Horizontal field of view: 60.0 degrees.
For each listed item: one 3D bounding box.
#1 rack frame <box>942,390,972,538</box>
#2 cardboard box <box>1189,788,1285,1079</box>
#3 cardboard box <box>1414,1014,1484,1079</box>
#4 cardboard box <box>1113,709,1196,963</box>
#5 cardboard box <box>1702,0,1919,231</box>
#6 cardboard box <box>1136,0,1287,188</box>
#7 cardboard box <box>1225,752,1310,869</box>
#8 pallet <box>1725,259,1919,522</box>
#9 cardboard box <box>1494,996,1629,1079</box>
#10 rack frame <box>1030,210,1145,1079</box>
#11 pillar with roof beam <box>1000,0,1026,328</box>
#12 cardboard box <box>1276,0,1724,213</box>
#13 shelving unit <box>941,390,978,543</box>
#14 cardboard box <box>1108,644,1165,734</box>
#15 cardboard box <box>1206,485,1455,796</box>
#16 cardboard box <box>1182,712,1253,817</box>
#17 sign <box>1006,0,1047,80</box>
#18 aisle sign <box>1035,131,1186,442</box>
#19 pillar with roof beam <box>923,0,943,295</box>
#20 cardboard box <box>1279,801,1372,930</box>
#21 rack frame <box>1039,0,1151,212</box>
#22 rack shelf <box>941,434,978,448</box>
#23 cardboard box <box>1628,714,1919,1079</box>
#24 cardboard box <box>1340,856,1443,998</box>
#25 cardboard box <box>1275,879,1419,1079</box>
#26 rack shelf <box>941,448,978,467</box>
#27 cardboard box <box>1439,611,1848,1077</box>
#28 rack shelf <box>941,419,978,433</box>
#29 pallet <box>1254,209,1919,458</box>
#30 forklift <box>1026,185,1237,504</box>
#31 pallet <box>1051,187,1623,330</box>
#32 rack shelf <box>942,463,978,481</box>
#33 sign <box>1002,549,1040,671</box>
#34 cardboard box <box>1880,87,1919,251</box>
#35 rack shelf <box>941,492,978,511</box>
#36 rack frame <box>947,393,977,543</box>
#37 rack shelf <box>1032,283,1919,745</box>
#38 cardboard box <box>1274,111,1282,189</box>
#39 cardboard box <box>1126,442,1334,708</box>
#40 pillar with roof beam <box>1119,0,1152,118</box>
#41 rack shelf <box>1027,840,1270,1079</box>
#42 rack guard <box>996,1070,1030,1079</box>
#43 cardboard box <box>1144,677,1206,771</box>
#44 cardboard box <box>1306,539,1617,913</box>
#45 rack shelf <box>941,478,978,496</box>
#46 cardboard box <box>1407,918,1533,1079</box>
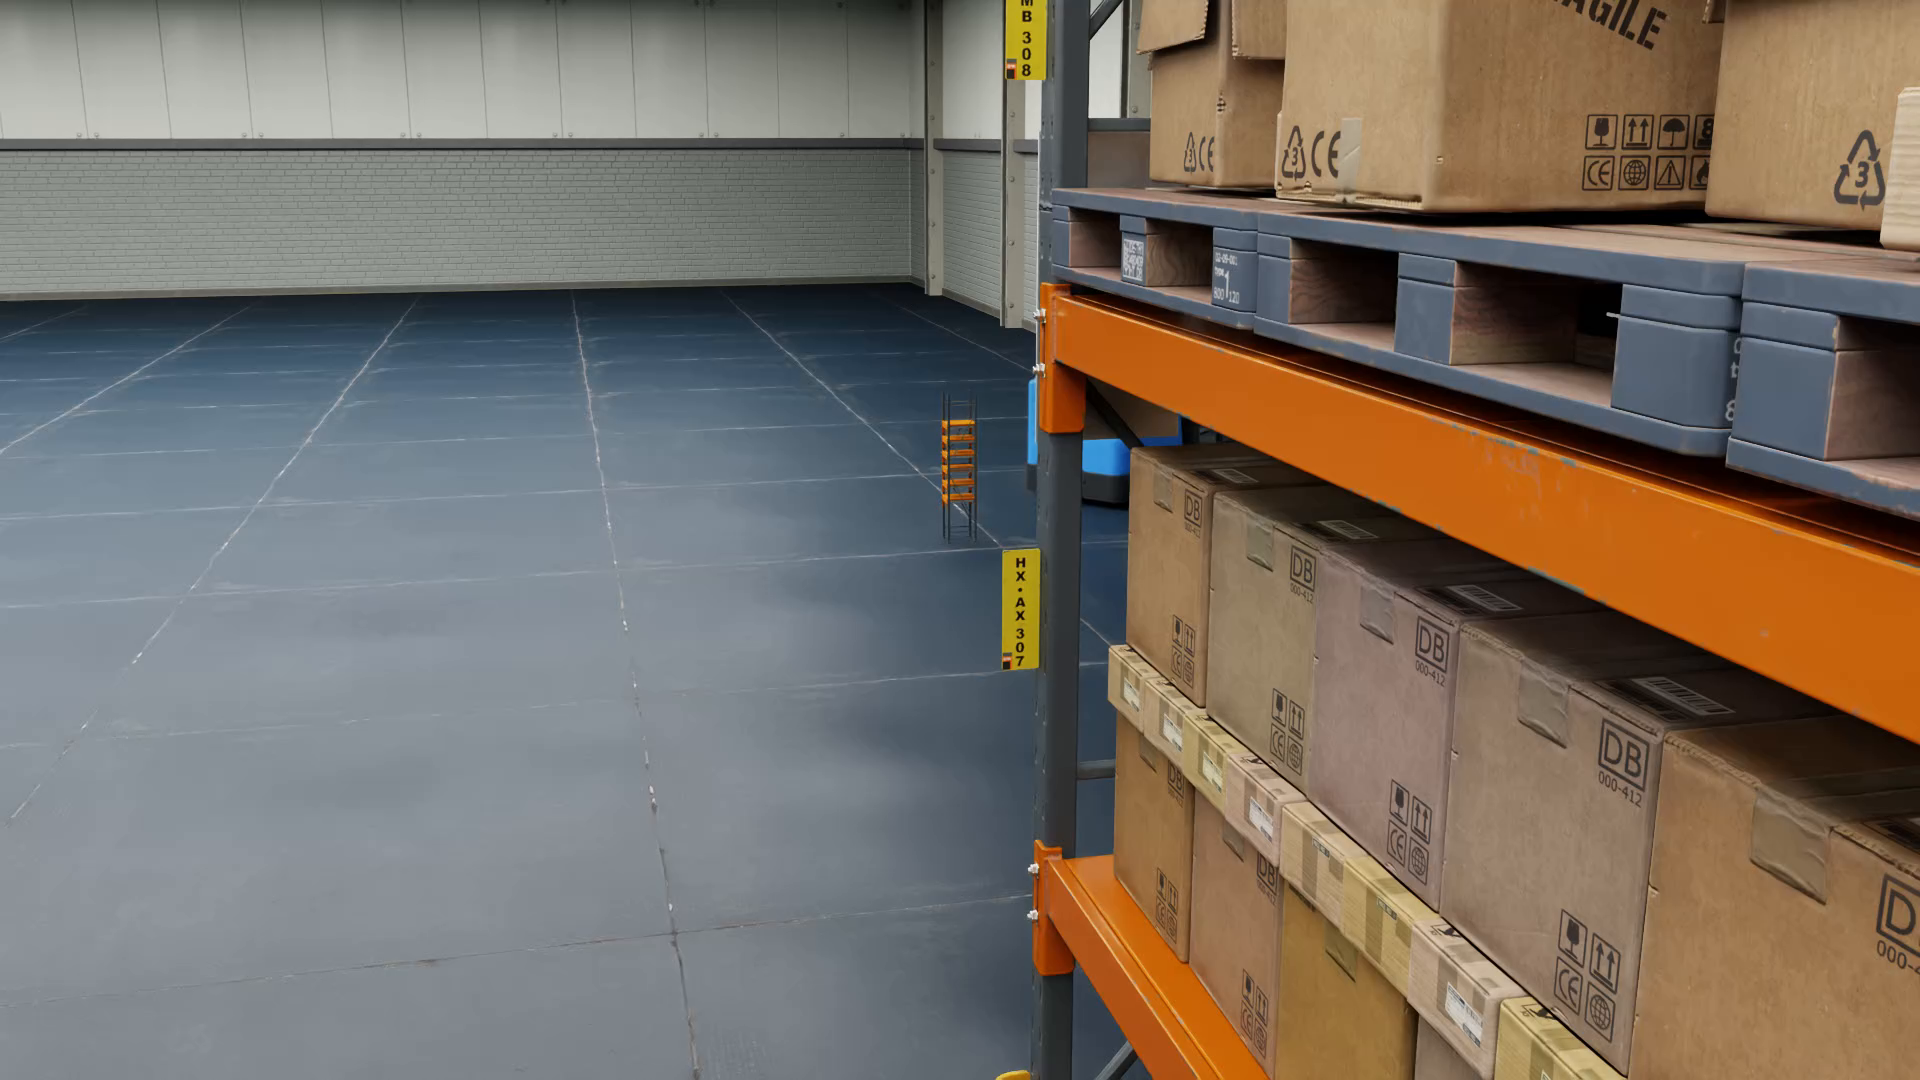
[{"bbox_3d":[-0.025,-0.607,13.385,0.240,1.200,0.006,-3,14,-13],"label":"rack frame"},{"bbox_3d":[0.926,0.794,3.647,0.700,0.500,0.500,-3,14,-12],"label":"cardboard box"},{"bbox_3d":[1.164,1.030,2.681,0.700,0.500,0.500,-3,14,-11],"label":"cardboard box"},{"bbox_3d":[0.798,0.673,4.142,0.700,0.500,0.500,-3,14,-13],"label":"cardboard box"},{"bbox_3d":[1.376,-0.630,1.970,0.797,0.503,0.637,-2,14,-7],"label":"cardboard box"},{"bbox_3d":[0.832,-1.034,3.619,0.797,0.503,0.637,-2,14,-9],"label":"cardboard box"},{"bbox_3d":[0.763,0.529,3.366,0.380,0.149,0.250,-4,14,-14],"label":"cardboard box"},{"bbox_3d":[1.415,-0.074,1.275,1.003,0.211,1.213,-3,14,-13],"label":"pallet"},{"bbox_3d":[1.006,0.767,2.389,0.380,0.149,0.250,-3,14,-11],"label":"cardboard box"},{"bbox_3d":[0.701,0.613,4.598,1.000,3.000,0.127,-3,14,-13],"label":"rack frame"},{"bbox_3d":[-3.301,-7.762,26.236,9.100,9.000,0.400,-3,14,-13],"label":"pillar with roof beam"},{"bbox_3d":[0.825,-0.766,2.533,0.500,0.500,0.500,-3,14,-13],"label":"cardboard box"},{"bbox_3d":[-0.003,-0.586,13.298,0.258,1.200,0.189,-3,14,-13],"label":"shelving unit"},{"bbox_3d":[0.584,0.352,4.089,0.380,0.149,0.250,-3,14,-14],"label":"cardboard box"},{"bbox_3d":[0.939,0.176,3.443,0.700,0.500,0.500,-4,14,-15],"label":"cardboard box"},{"bbox_3d":[0.705,0.470,3.605,0.380,0.149,0.250,-3,14,-13],"label":"cardboard box"},{"bbox_3d":[0.160,-1.278,4.008,0.100,0.325,0.005,-3,14,-13],"label":"sign"},{"bbox_3d":[0.388,-0.648,4.281,0.394,0.787,0.004,-3,14,-13],"label":"aisle sign"},{"bbox_3d":[-4.710,-9.146,31.901,9.100,9.000,0.400,-3,14,-13],"label":"pillar with roof beam"},{"bbox_3d":[0.828,0.590,3.115,0.380,0.149,0.250,-4,14,-15],"label":"cardboard box"},{"bbox_3d":[0.701,-2.301,3.886,1.000,3.000,0.127,-3,14,-13],"label":"rack frame"},{"bbox_3d":[-0.003,-0.776,13.252,0.258,0.103,0.180,-3,14,-13],"label":"rack shelf"},{"bbox_3d":[1.293,0.523,2.022,0.700,0.500,0.500,-3,14,-13],"label":"cardboard box"},{"bbox_3d":[0.888,0.649,2.874,0.380,0.149,0.250,-3,14,-14],"label":"cardboard box"},{"bbox_3d":[1.037,0.909,3.177,0.700,0.500,0.500,-3,14,-13],"label":"cardboard box"},{"bbox_3d":[-0.003,-0.660,13.280,0.258,0.103,0.180,-3,14,-13],"label":"rack shelf"},{"bbox_3d":[1.176,0.408,2.494,0.700,0.500,0.500,-3,14,-13],"label":"cardboard box"},{"bbox_3d":[-0.003,-0.893,13.223,0.258,0.103,0.180,-3,14,-13],"label":"rack shelf"},{"bbox_3d":[1.132,-0.355,2.424,1.003,0.211,1.213,-3,14,-13],"label":"pallet"},{"bbox_3d":[1.892,-2.023,15.532,1.130,2.935,3.031,10,17,36],"label":"forklift"},{"bbox_3d":[0.842,-0.637,3.579,1.003,0.211,1.213,-3,14,-13],"label":"pallet"},{"bbox_3d":[-0.003,-0.543,13.309,0.258,0.103,0.180,-3,14,-13],"label":"rack shelf"},{"bbox_3d":[0.160,0.184,4.365,0.100,0.325,0.005,-3,14,-13],"label":"sign"},{"bbox_3d":[1.091,-0.334,1.505,0.380,0.149,0.250,-3,14,-13],"label":"cardboard box"},{"bbox_3d":[-0.003,-0.310,13.366,0.258,0.103,0.180,-3,14,-13],"label":"rack shelf"},{"bbox_3d":[0.018,-0.565,13.212,0.240,1.200,0.006,-3,14,-13],"label":"rack frame"},{"bbox_3d":[1.170,-0.033,2.439,1.077,0.370,4.000,-3,14,-13],"label":"rack shelf"},{"bbox_3d":[0.806,-0.713,3.054,0.380,0.149,0.250,-3,14,-13],"label":"cardboard box"},{"bbox_3d":[0.810,0.055,3.938,0.700,0.500,0.500,-3,14,-13],"label":"cardboard box"},{"bbox_3d":[-1.892,-6.378,20.570,9.100,9.000,0.400,-3,14,-13],"label":"pillar with roof beam"},{"bbox_3d":[1.170,1.424,2.795,1.077,0.370,4.000,-3,14,-13],"label":"rack shelf"},{"bbox_3d":[0.695,1.822,4.917,1.175,0.500,0.348,-3,14,-13],"label":"rack guard"},{"bbox_3d":[0.648,0.413,3.841,0.380,0.149,0.250,-4,14,-15],"label":"cardboard box"},{"bbox_3d":[1.058,0.292,2.967,0.700,0.500,0.500,-3,14,-13],"label":"cardboard box"},{"bbox_3d":[-0.003,-0.426,13.337,0.258,0.103,0.180,-3,14,-13],"label":"rack shelf"},{"bbox_3d":[0.944,0.706,2.638,0.380,0.149,0.250,-3,14,-13],"label":"cardboard box"}]
